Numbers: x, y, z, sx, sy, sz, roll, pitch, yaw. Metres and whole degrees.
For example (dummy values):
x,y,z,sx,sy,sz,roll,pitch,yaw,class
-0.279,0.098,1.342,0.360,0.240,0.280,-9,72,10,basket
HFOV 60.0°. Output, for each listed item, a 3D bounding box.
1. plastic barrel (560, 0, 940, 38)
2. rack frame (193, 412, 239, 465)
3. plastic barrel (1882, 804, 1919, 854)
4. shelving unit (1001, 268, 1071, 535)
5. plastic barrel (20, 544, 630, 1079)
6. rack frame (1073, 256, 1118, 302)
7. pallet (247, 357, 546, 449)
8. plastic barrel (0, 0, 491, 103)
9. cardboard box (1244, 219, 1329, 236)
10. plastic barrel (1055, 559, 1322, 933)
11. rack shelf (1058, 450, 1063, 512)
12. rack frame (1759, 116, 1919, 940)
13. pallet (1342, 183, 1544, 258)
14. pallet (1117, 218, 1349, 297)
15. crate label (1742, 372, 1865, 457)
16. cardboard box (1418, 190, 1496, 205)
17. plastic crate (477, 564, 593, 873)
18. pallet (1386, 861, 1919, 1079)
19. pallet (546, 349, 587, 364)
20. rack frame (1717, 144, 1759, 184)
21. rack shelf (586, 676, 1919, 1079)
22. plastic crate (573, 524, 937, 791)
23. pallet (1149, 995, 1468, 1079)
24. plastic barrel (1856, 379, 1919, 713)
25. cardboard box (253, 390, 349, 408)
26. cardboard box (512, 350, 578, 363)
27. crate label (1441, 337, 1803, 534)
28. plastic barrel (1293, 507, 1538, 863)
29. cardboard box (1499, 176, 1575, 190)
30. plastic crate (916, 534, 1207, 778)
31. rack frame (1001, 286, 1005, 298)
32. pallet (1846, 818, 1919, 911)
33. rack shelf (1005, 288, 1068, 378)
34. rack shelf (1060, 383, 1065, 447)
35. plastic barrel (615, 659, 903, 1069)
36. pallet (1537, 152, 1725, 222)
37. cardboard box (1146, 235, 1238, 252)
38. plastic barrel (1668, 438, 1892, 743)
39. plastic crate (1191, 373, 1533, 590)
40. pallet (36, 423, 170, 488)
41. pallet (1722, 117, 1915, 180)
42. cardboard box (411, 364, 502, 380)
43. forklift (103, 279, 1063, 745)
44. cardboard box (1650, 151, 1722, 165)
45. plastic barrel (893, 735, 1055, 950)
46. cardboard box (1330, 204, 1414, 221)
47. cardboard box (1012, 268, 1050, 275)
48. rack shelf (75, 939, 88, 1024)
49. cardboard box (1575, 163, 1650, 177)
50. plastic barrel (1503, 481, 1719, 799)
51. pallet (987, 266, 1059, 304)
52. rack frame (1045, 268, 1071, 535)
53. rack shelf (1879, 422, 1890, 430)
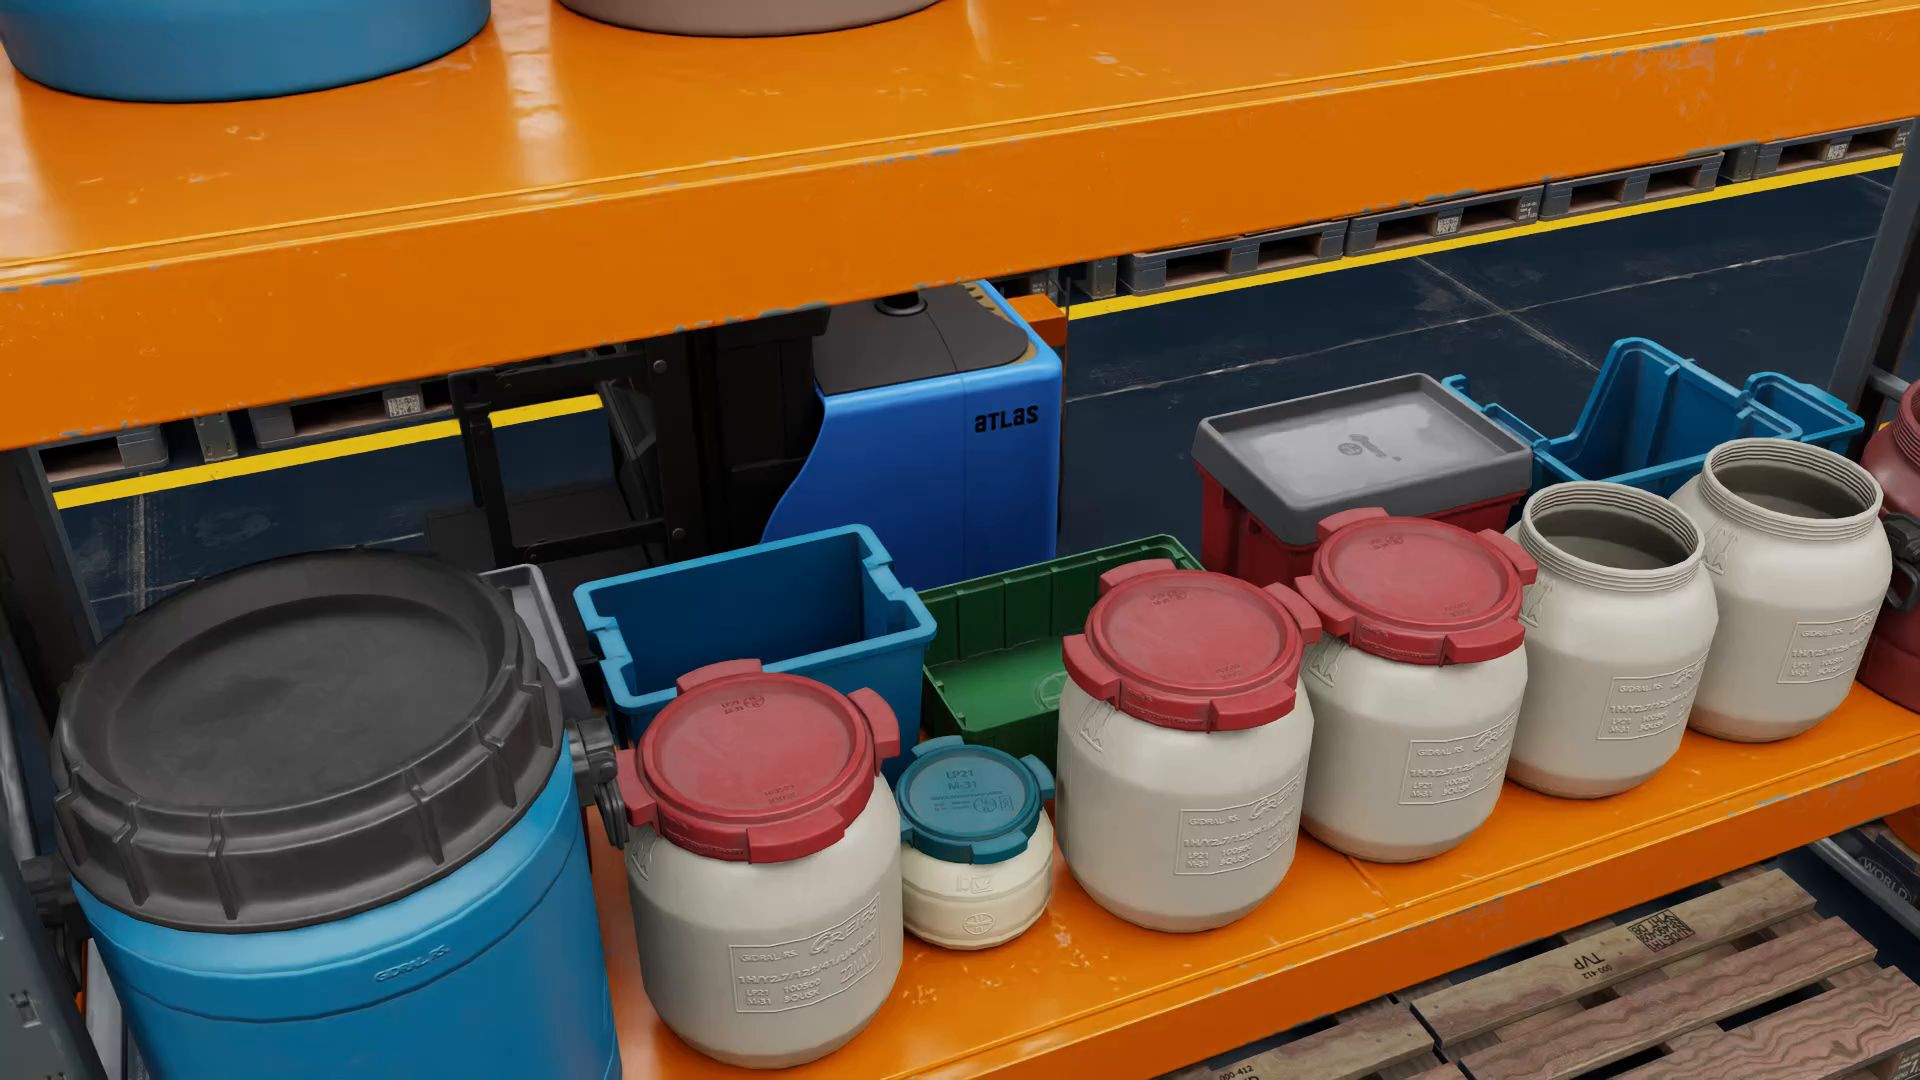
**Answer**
x,y,z,sx,sy,sz,roll,pitch,yaw,class
-0.280,-1.156,2.066,0.600,0.901,0.600,0,33,0,plastic barrel
-3.182,-1.826,6.306,0.127,3.000,1.000,-13,35,-19,rack frame
2.865,0.443,4.423,0.708,0.830,0.600,-13,35,-19,plastic barrel
0.227,-0.487,6.036,0.252,1.050,0.215,-12,35,-17,shelving unit
-0.794,0.526,2.231,0.708,0.901,0.600,-13,35,-19,plastic barrel
0.506,-2.670,7.604,0.127,3.000,1.000,-13,35,-19,rack frame
-2.518,-0.832,7.335,1.213,0.211,1.003,-13,35,-19,pallet
-0.883,-1.018,1.854,0.708,0.901,0.600,-13,35,-19,plastic barrel
1.517,-1.873,8.266,0.500,0.500,0.500,-14,36,-21,cardboard box
0.376,0.362,2.818,0.433,0.535,0.433,0,33,0,plastic barrel
0.227,-0.245,6.193,0.240,0.259,0.215,-12,35,-17,rack shelf
2.420,-0.179,3.774,0.127,3.000,1.000,-13,35,-19,rack frame
2.332,-1.896,8.970,1.213,0.211,1.003,-13,35,-19,pallet
1.209,-1.640,8.577,1.213,0.211,1.003,-13,35,-19,pallet
1.887,-0.208,3.973,0.416,0.233,0.303,-13,35,-19,crate label
2.461,-2.089,8.599,0.500,0.500,0.500,-14,36,-21,cardboard box
-0.940,0.383,2.852,0.583,0.464,0.402,-13,35,-19,plastic crate
1.691,1.134,4.313,1.213,0.211,1.003,-13,35,-19,pallet
-1.391,-1.092,7.734,1.213,0.211,1.003,-13,35,-19,pallet
4.194,-3.515,8.902,0.127,3.000,1.000,-13,35,-19,rack frame
0.576,0.545,3.321,4.000,0.370,1.077,-13,35,-19,rack shelf
-0.371,0.283,3.079,0.575,0.384,0.392,-13,35,-19,plastic crate
0.568,1.390,3.921,1.213,0.211,1.003,-13,35,-19,pallet
2.110,0.015,3.352,0.708,0.536,0.600,-13,35,-19,plastic barrel
-2.714,-0.810,6.880,0.500,0.250,0.500,-14,35,-20,cardboard box
-1.766,-1.028,7.215,0.500,0.250,0.500,-14,36,-20,cardboard box
1.400,-0.120,3.651,0.616,0.435,0.502,-13,35,-19,crate label
0.775,0.271,2.959,0.433,0.535,0.433,0,33,0,plastic barrel
2.929,-2.197,8.765,0.500,0.500,0.500,-12,35,-18,cardboard box
0.229,0.245,3.317,0.662,0.188,0.450,-13,35,-19,plastic crate
0.113,-0.464,6.000,0.008,1.050,0.200,-12,35,-17,rack frame
3.131,0.803,4.823,1.213,0.211,1.003,-13,35,-19,pallet
0.227,-0.716,5.887,0.240,0.259,0.215,-12,35,-17,rack shelf
0.227,-0.478,6.041,0.240,0.259,0.215,-12,35,-17,rack shelf
-0.301,0.517,2.580,0.433,0.535,0.433,0,33,0,plastic barrel
3.459,-2.155,9.369,1.213,0.211,1.003,-13,35,-19,pallet
1.037,-1.759,8.092,0.500,0.500,0.500,-11,35,-17,cardboard box
1.555,0.099,3.245,0.421,0.512,0.421,0,33,0,plastic barrel
0.812,-0.018,3.469,0.583,0.464,0.402,-13,35,-19,plastic crate
-3.931,-0.510,6.840,1.213,0.211,1.003,-13,35,-19,pallet
4.828,-2.490,9.884,1.213,0.211,1.003,-13,35,-19,pallet
-2.242,-0.917,7.045,0.500,0.250,0.500,-12,35,-18,cardboard box
-1.236,-0.849,4.867,3.031,2.935,1.130,-12,35,-17,forklift
3.850,-2.403,9.082,0.500,0.500,0.500,-13,35,-19,cardboard box
0.012,0.522,2.825,0.301,0.262,0.301,0,33,0,plastic barrel
1.982,-1.976,8.425,0.500,0.500,0.500,-13,35,-20,cardboard box
0.116,-1.460,7.880,0.500,0.250,0.500,-12,35,-18,cardboard box
-3.112,1.390,2.024,4.000,0.370,1.077,-13,35,-19,rack shelf
3.391,-2.303,8.928,0.500,0.500,0.500,-13,35,-19,cardboard box
1.166,0.188,3.108,0.421,0.512,0.421,0,33,0,plastic barrel
-0.268,-1.347,8.127,1.213,0.211,1.003,-13,35,-19,pallet
0.341,-0.510,6.071,0.008,1.050,0.200,-12,35,-17,rack frame
4.264,-0.299,4.619,4.000,0.370,1.077,-13,35,-19,rack shelf
